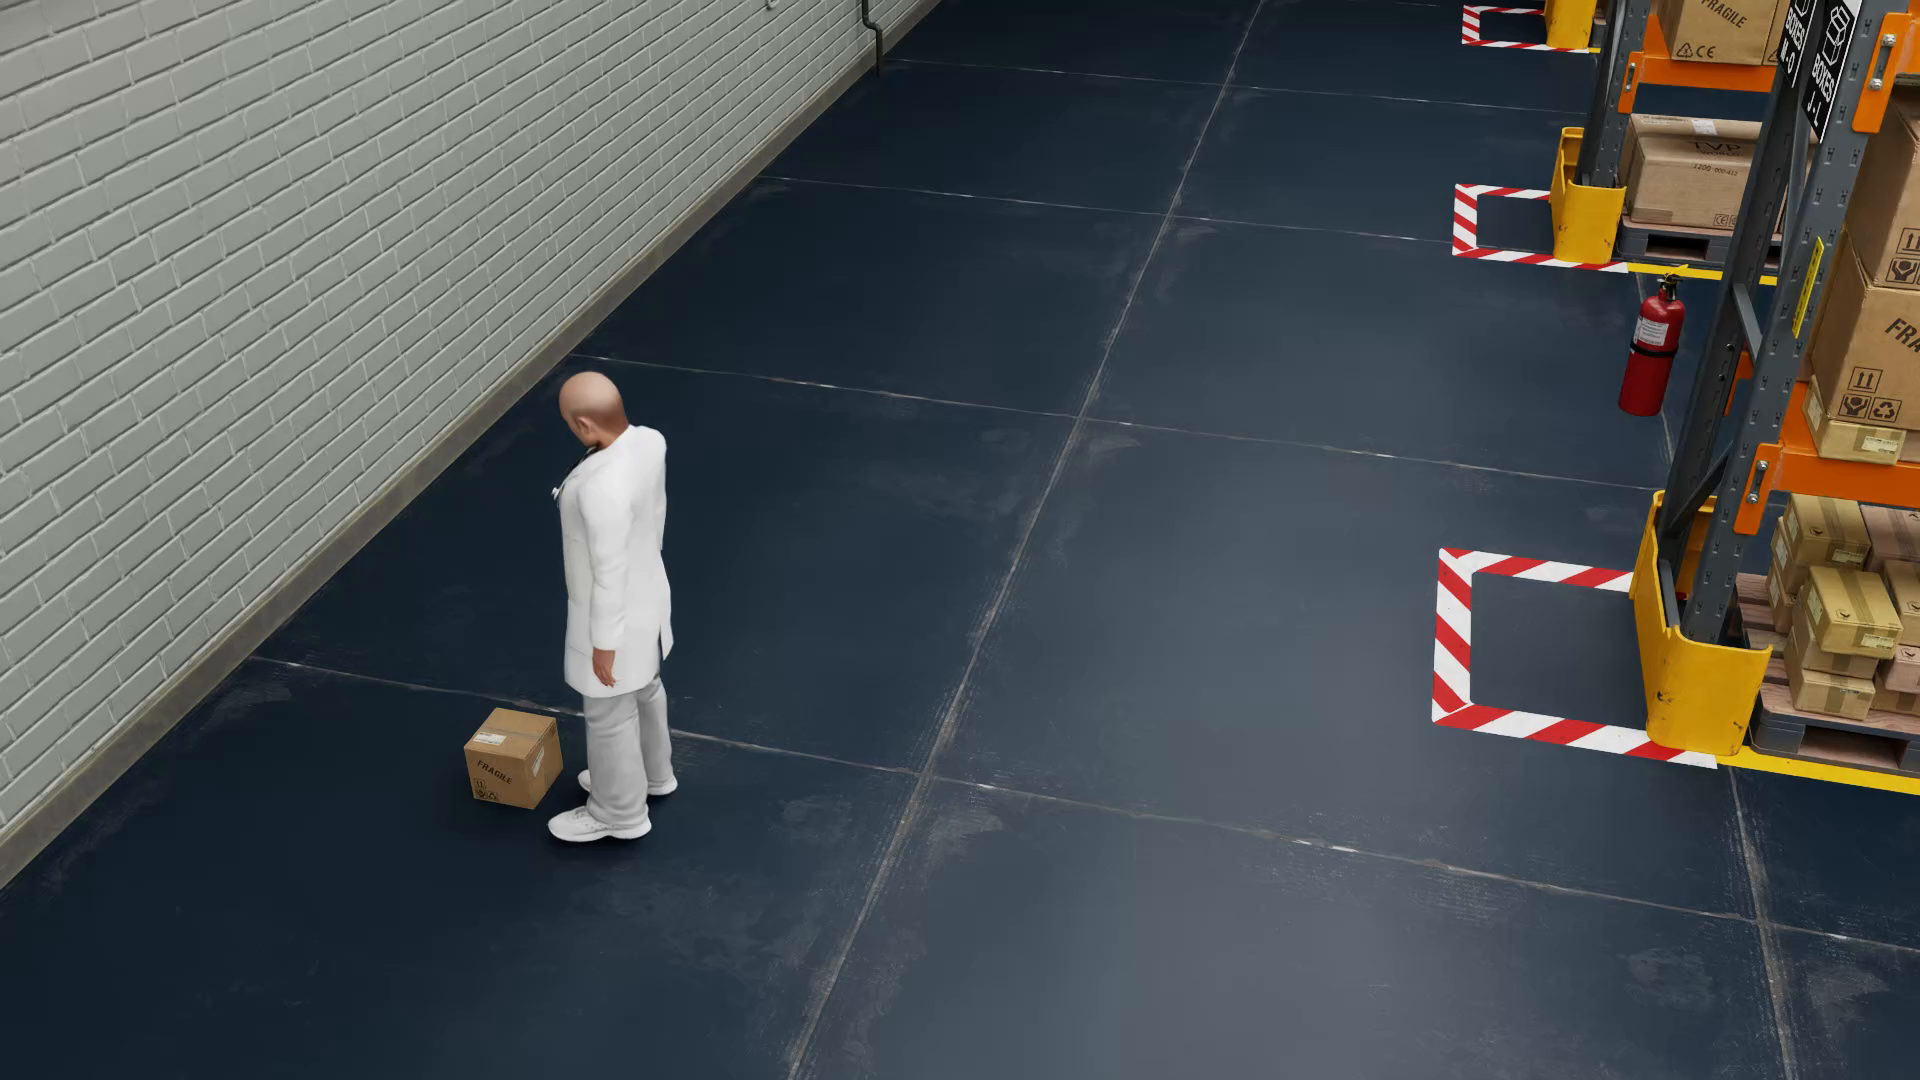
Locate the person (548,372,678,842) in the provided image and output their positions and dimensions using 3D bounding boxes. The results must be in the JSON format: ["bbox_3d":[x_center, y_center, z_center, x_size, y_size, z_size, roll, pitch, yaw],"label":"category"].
[{"bbox_3d":[-1.242,0.229,5.752,0.465,1.779,0.595,5,33,8],"label":"person"}]
